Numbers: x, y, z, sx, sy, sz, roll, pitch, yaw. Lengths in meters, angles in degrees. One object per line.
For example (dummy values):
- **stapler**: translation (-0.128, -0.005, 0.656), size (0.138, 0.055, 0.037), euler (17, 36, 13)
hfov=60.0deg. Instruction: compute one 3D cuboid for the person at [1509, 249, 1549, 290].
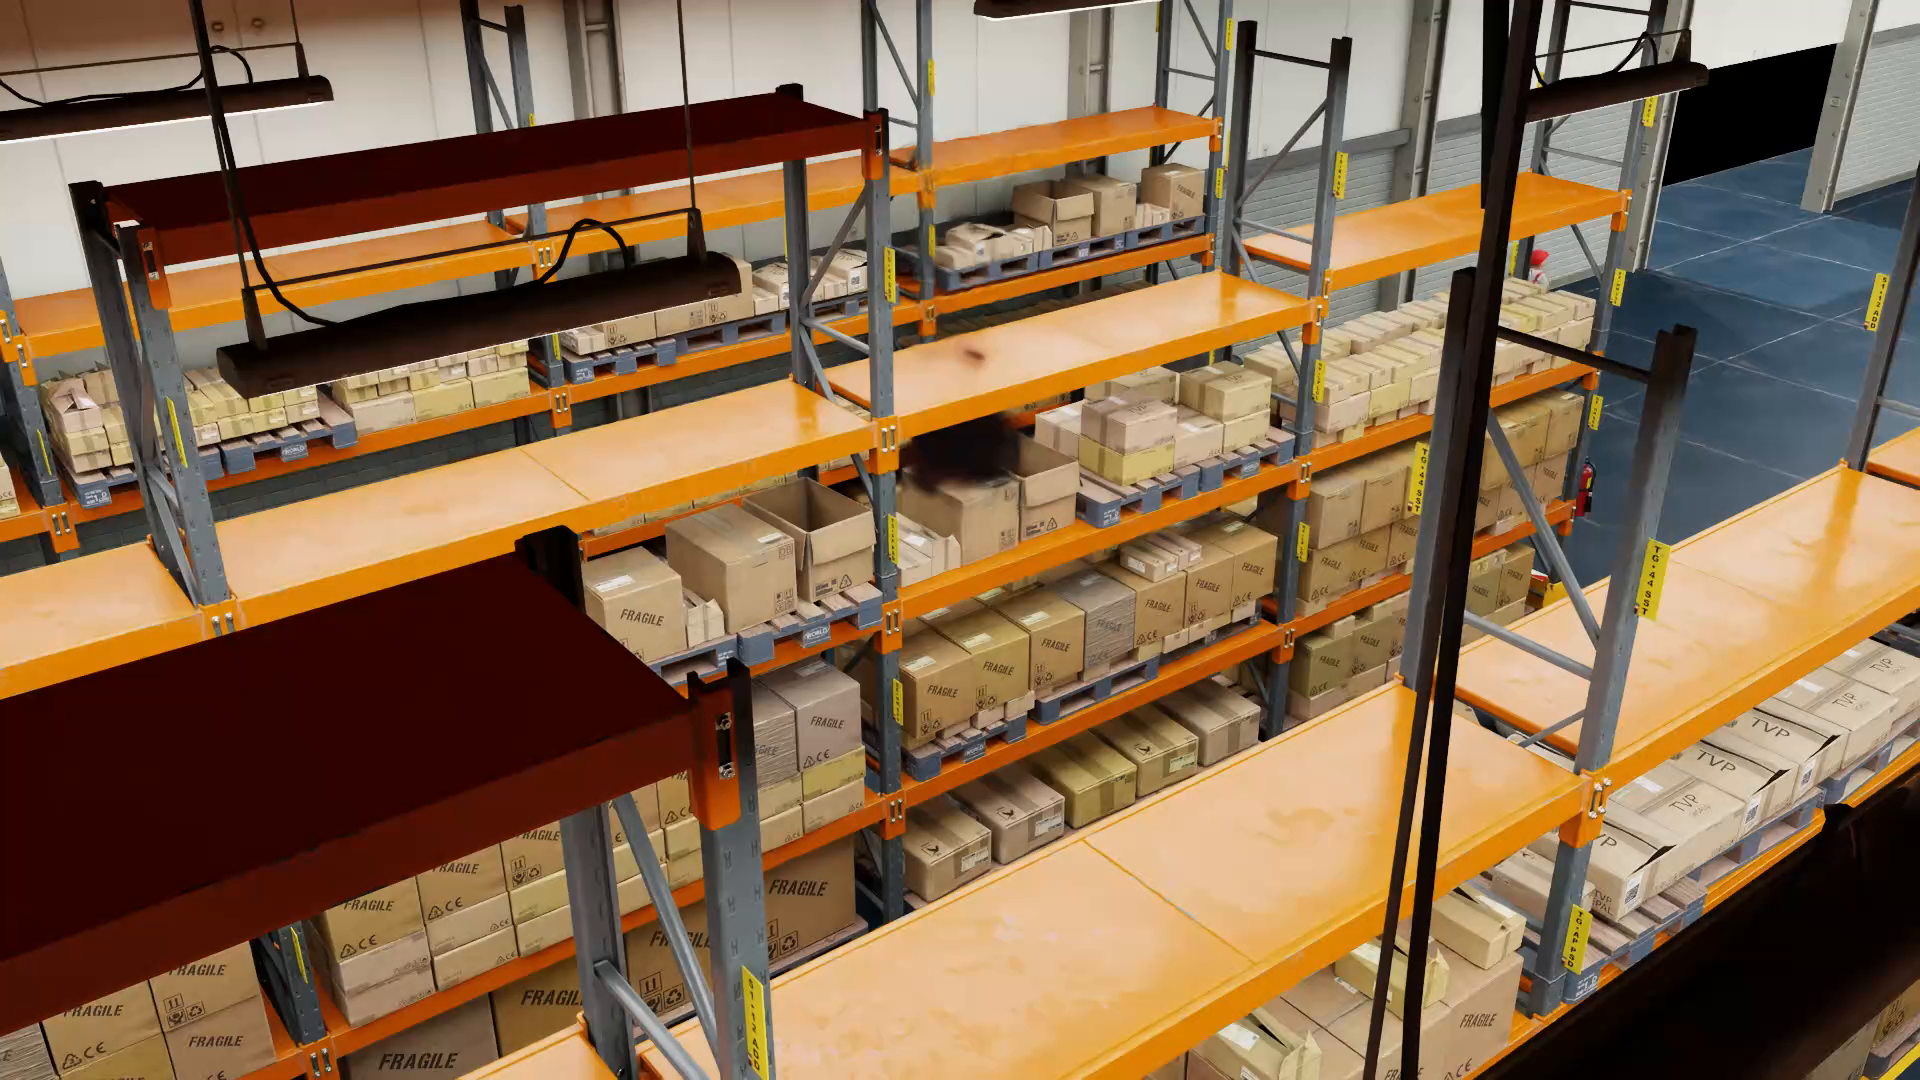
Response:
- **person**: translation (7.630, -3.067, 22.404), size (0.563, 1.748, 0.654), euler (-17, 31, -31)
